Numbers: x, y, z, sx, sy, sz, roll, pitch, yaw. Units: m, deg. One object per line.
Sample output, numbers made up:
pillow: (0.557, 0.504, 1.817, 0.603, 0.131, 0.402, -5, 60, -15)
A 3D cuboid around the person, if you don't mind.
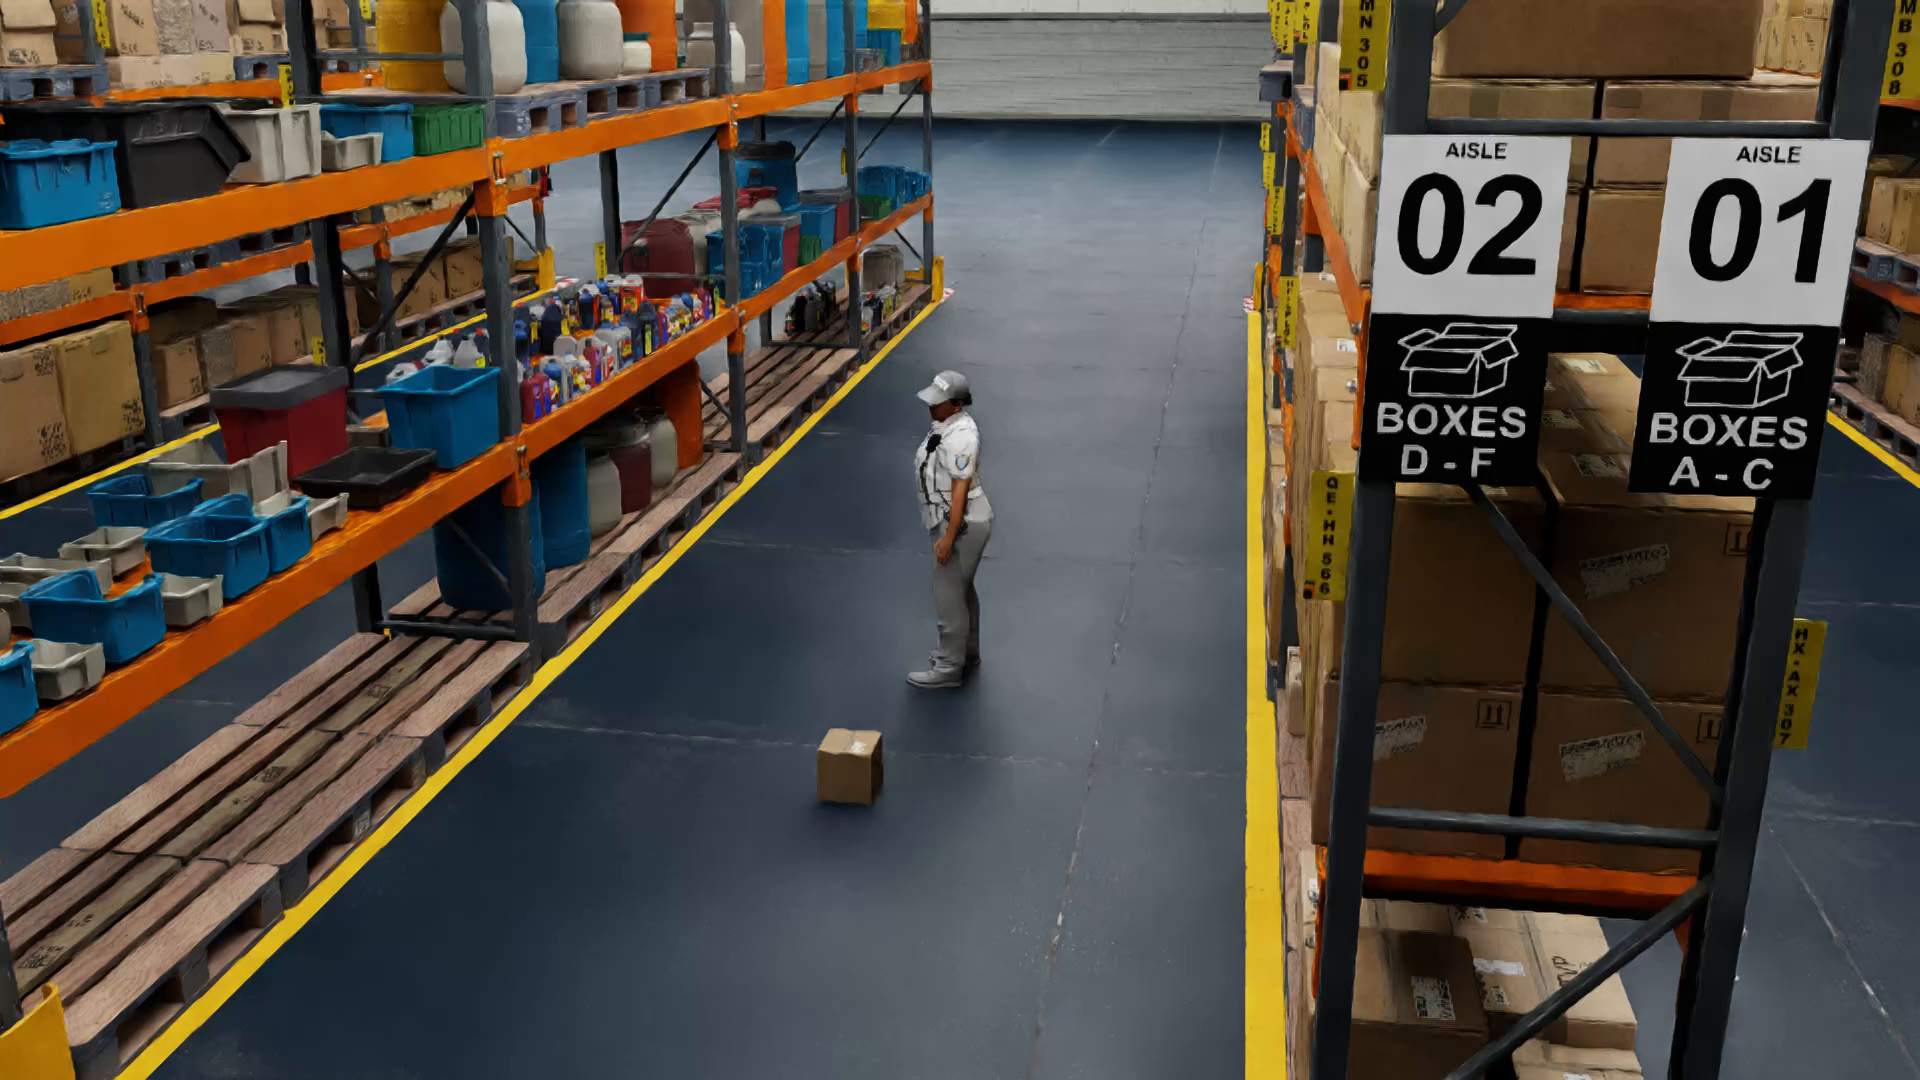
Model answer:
person: (-0.073, -0.065, 8.677, 0.470, 1.672, 0.561, -3, 18, -8)
